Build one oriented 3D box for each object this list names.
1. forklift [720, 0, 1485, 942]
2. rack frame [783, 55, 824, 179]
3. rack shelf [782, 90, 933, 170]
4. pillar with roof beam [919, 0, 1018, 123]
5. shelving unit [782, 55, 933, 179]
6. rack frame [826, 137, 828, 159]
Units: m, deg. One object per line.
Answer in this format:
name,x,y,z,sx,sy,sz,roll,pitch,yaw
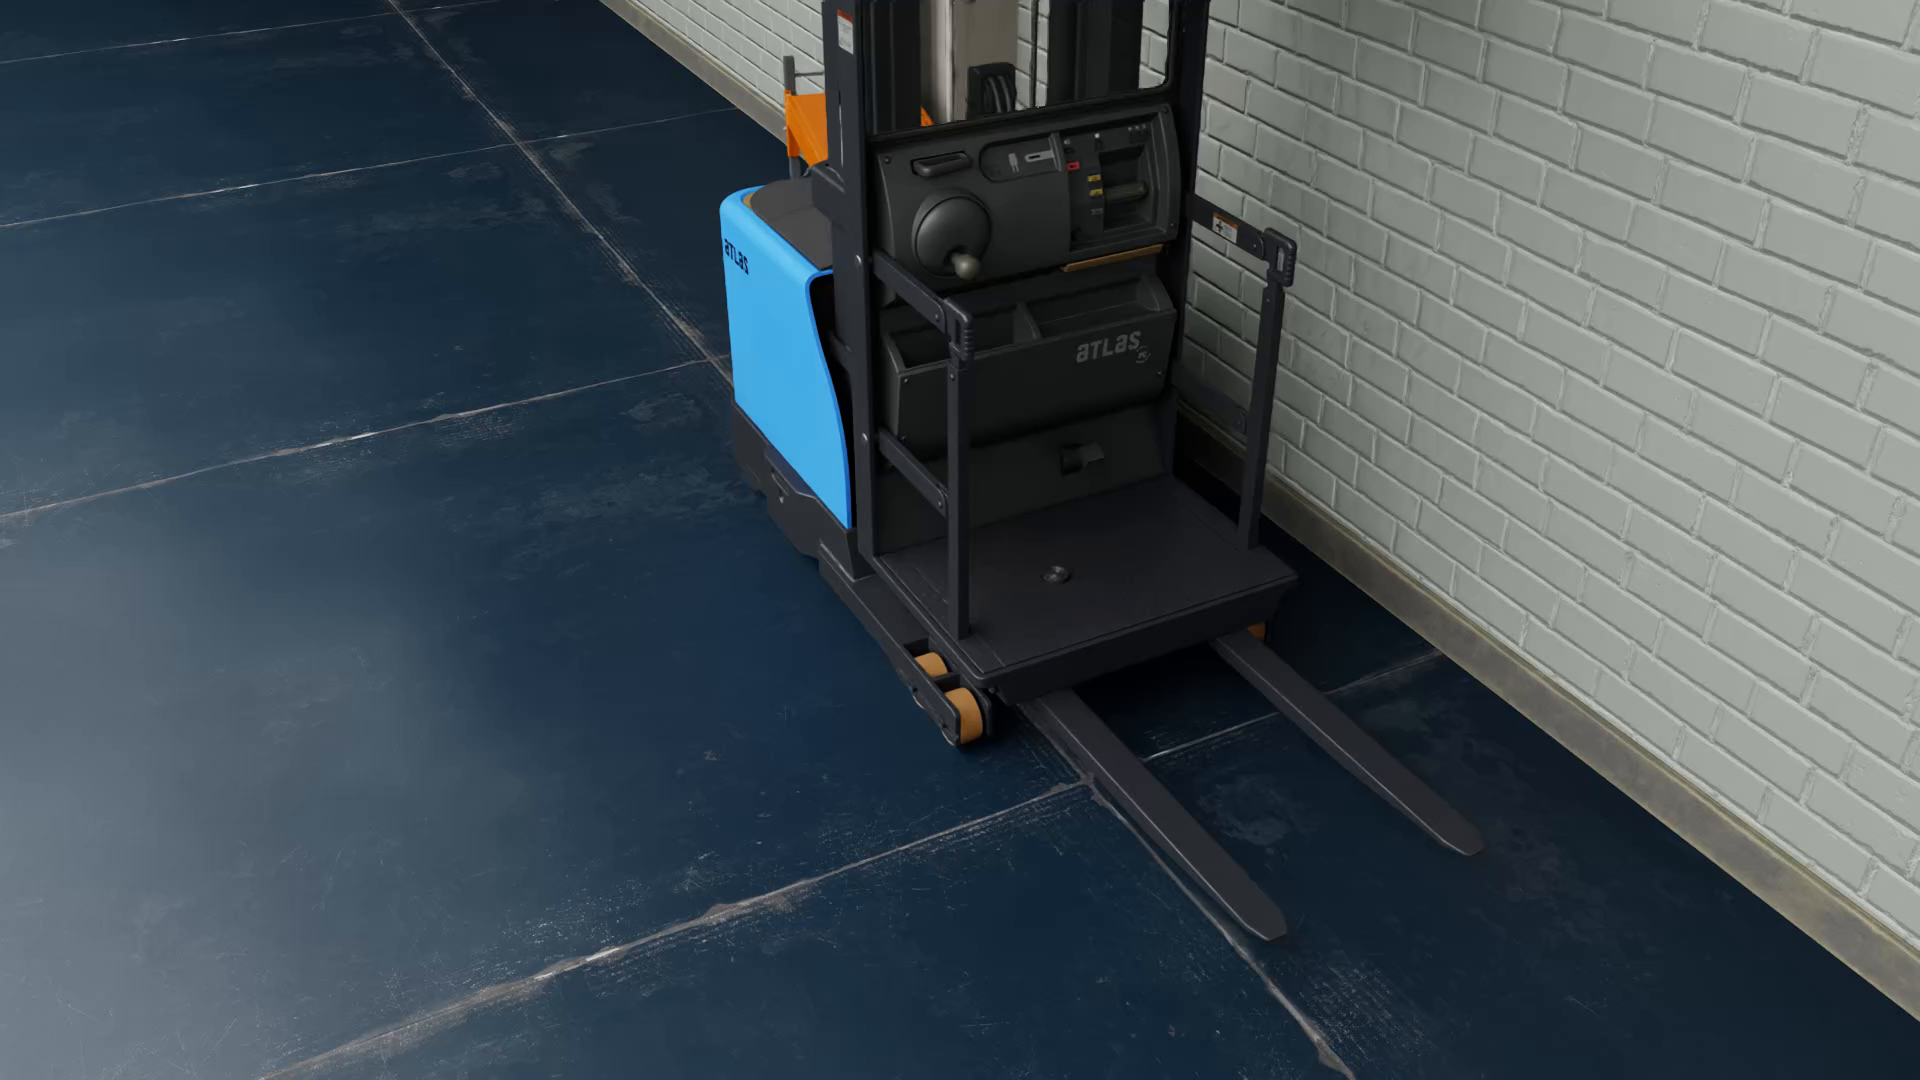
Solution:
forklift,0.309,-0.917,4.464,1.130,2.935,3.031,-16,36,-23
rack frame,-0.468,-1.507,7.057,0.500,1.125,0.032,-8,33,-12
rack shelf,-0.348,-1.489,6.483,0.538,0.278,1.000,-8,33,-12
pillar with roof beam,-3.802,-3.757,3.272,9.100,9.000,0.400,-16,36,-23
shelving unit,-0.346,-1.242,6.640,0.538,1.125,1.048,-8,33,-12
rack frame,-0.225,-0.977,6.224,0.500,1.125,0.032,-8,33,-12
